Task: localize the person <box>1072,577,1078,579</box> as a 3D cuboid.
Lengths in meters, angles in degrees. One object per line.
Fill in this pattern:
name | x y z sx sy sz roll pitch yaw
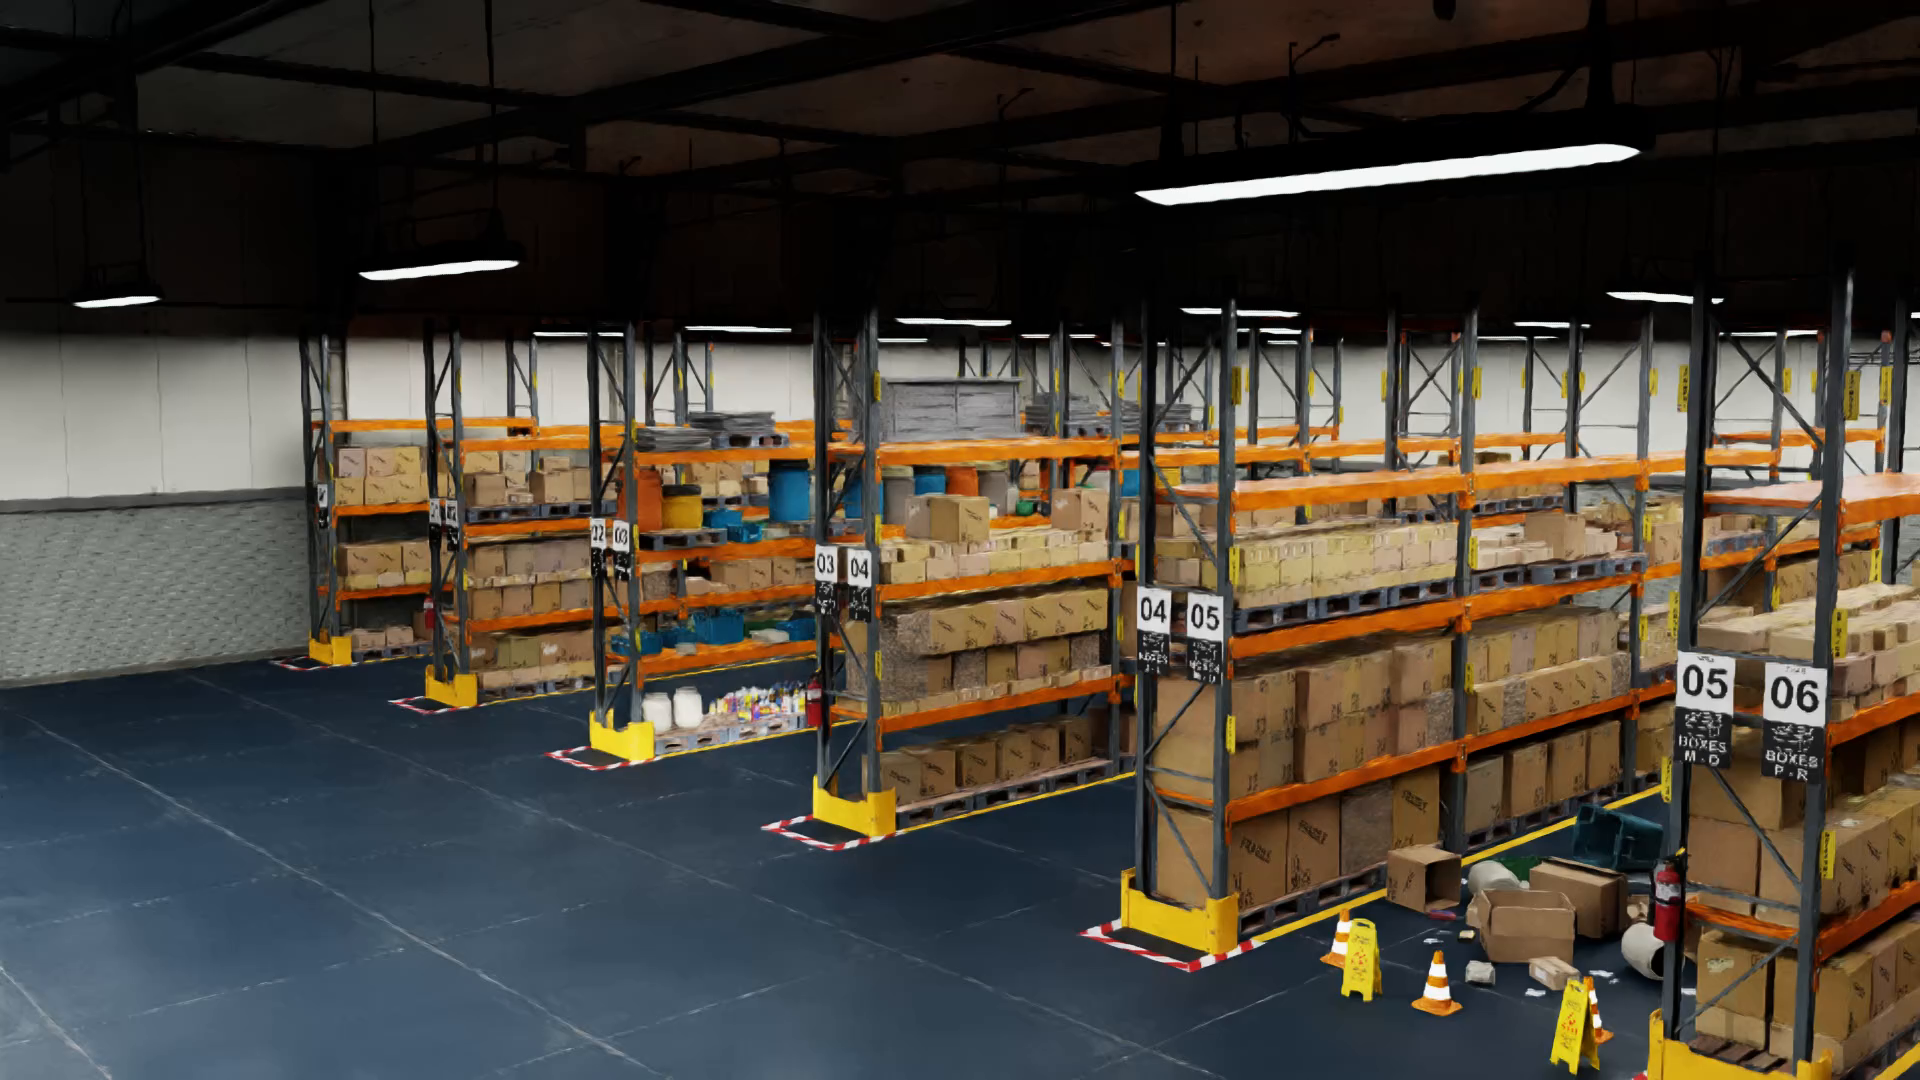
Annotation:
person | 2.557 0.131 41.511 0.697 1.670 0.558 -1 6 -6
